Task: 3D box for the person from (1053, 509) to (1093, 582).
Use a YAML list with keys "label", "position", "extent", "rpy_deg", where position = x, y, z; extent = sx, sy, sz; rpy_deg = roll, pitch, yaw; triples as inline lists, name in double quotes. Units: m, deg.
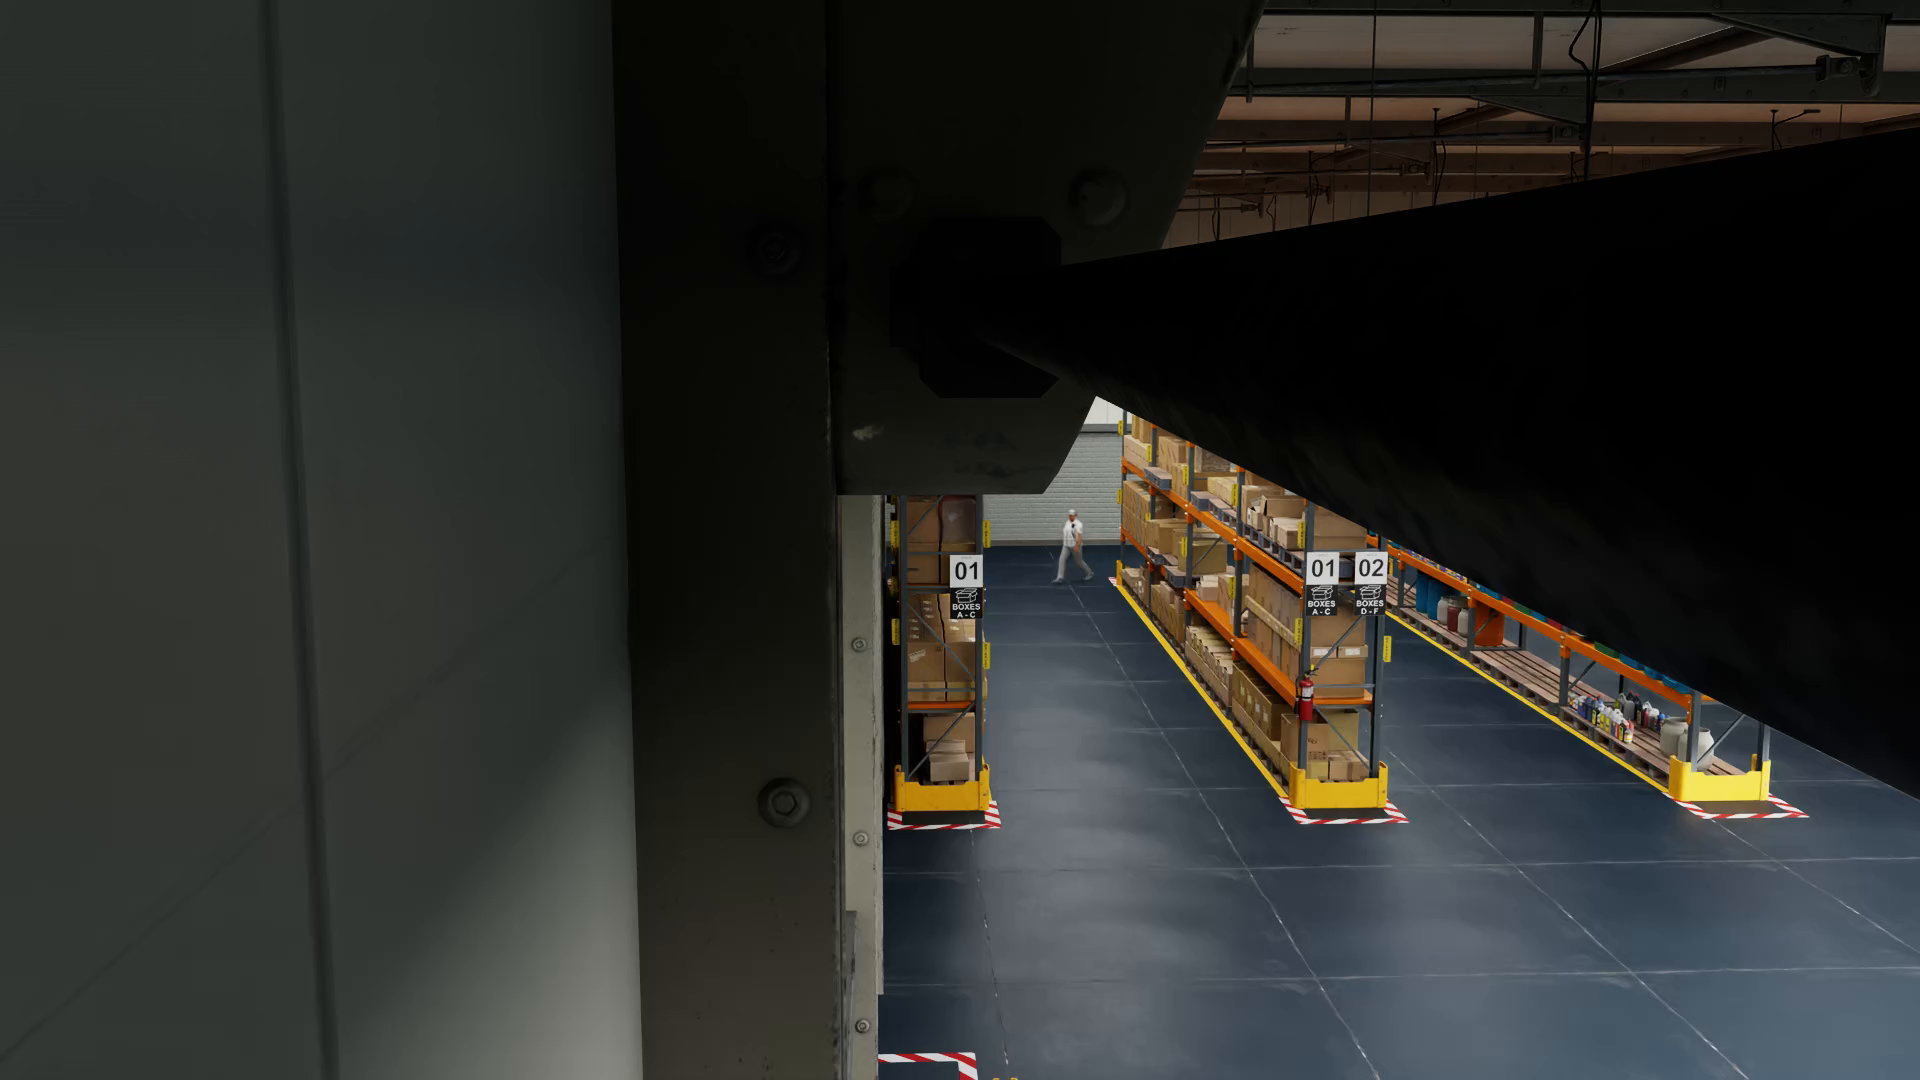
- label: "person"
  position: [2.492, 0.129, 36.631]
  extent: [0.988, 1.623, 0.538]
  rpy_deg: [-6, 11, -37]
